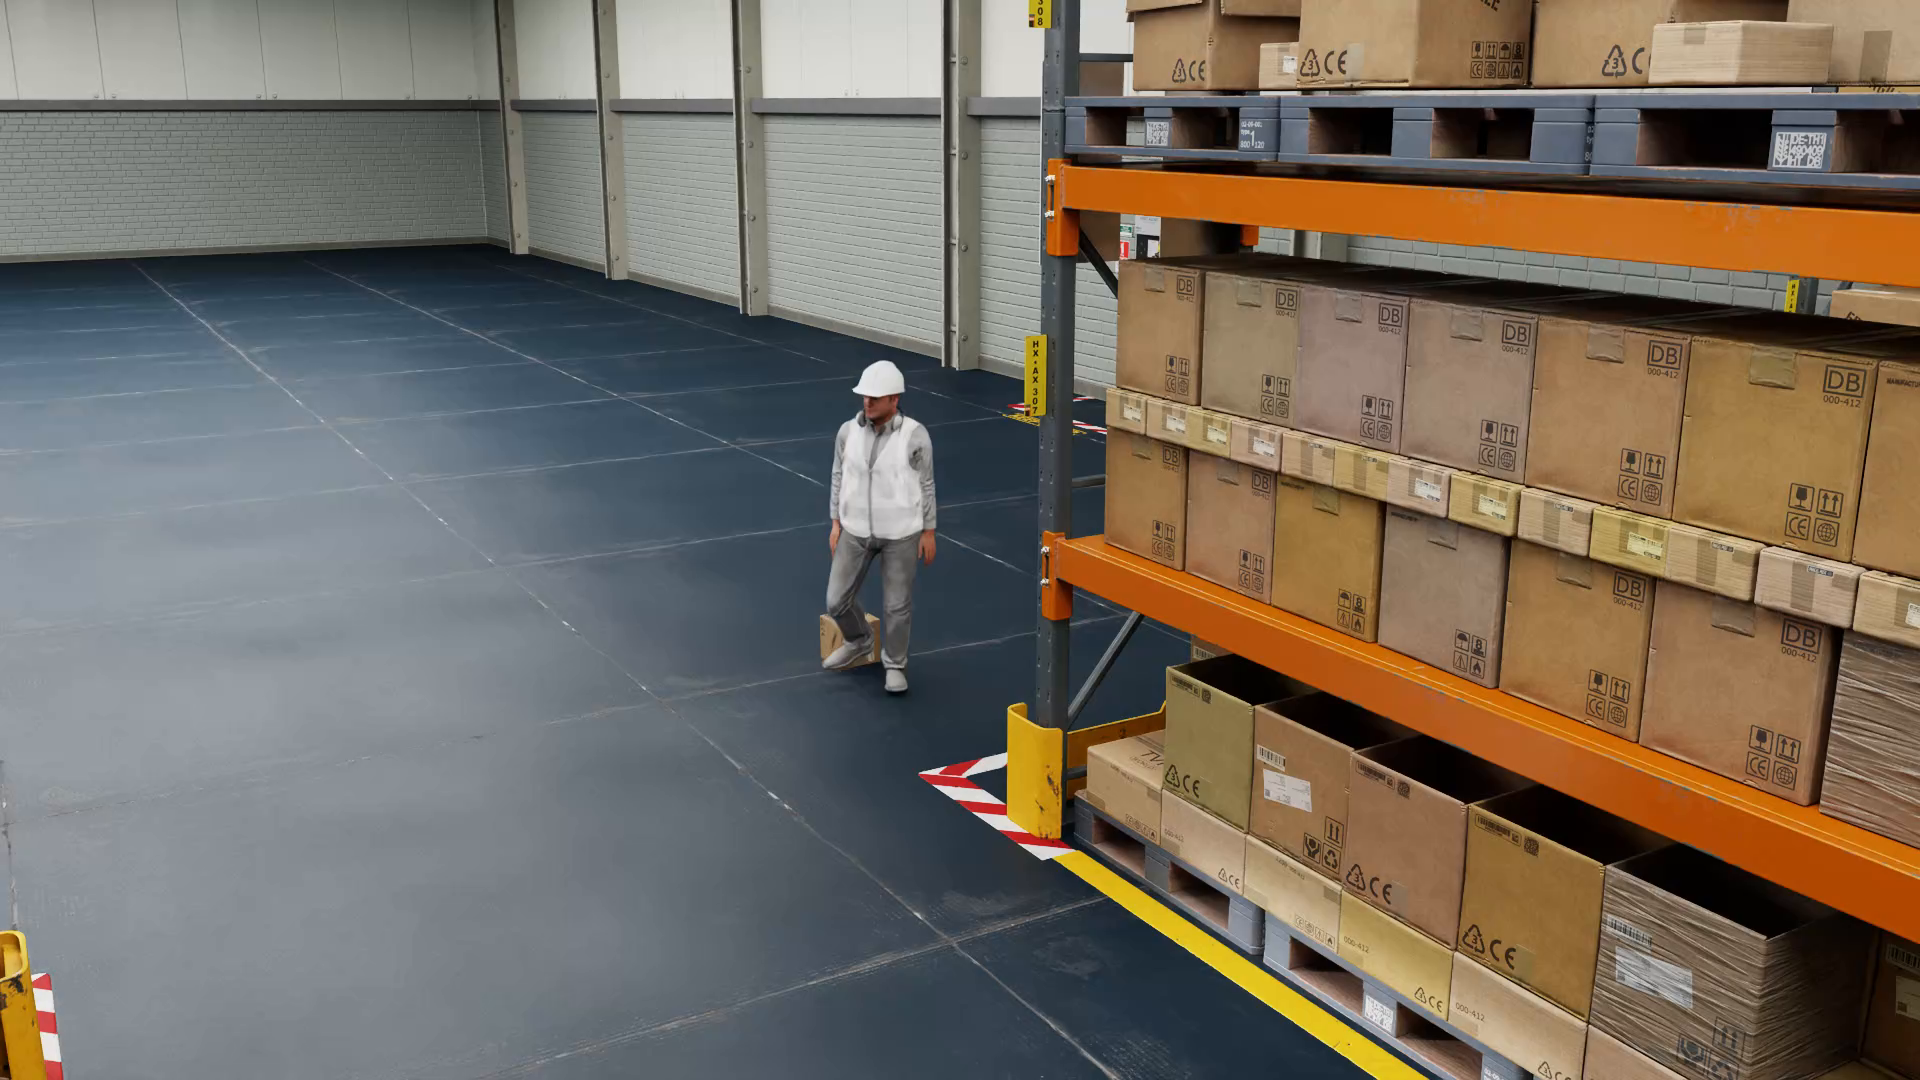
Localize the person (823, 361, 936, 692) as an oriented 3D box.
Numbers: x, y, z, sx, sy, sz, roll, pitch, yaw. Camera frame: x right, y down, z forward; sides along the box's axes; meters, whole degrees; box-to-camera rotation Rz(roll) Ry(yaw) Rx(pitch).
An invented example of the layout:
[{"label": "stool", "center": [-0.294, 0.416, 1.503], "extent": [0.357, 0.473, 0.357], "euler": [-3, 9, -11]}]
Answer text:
[{"label": "person", "center": [-0.444, -0.073, 8.677], "extent": [0.663, 1.760, 0.496], "euler": [4, 15, 14]}]
